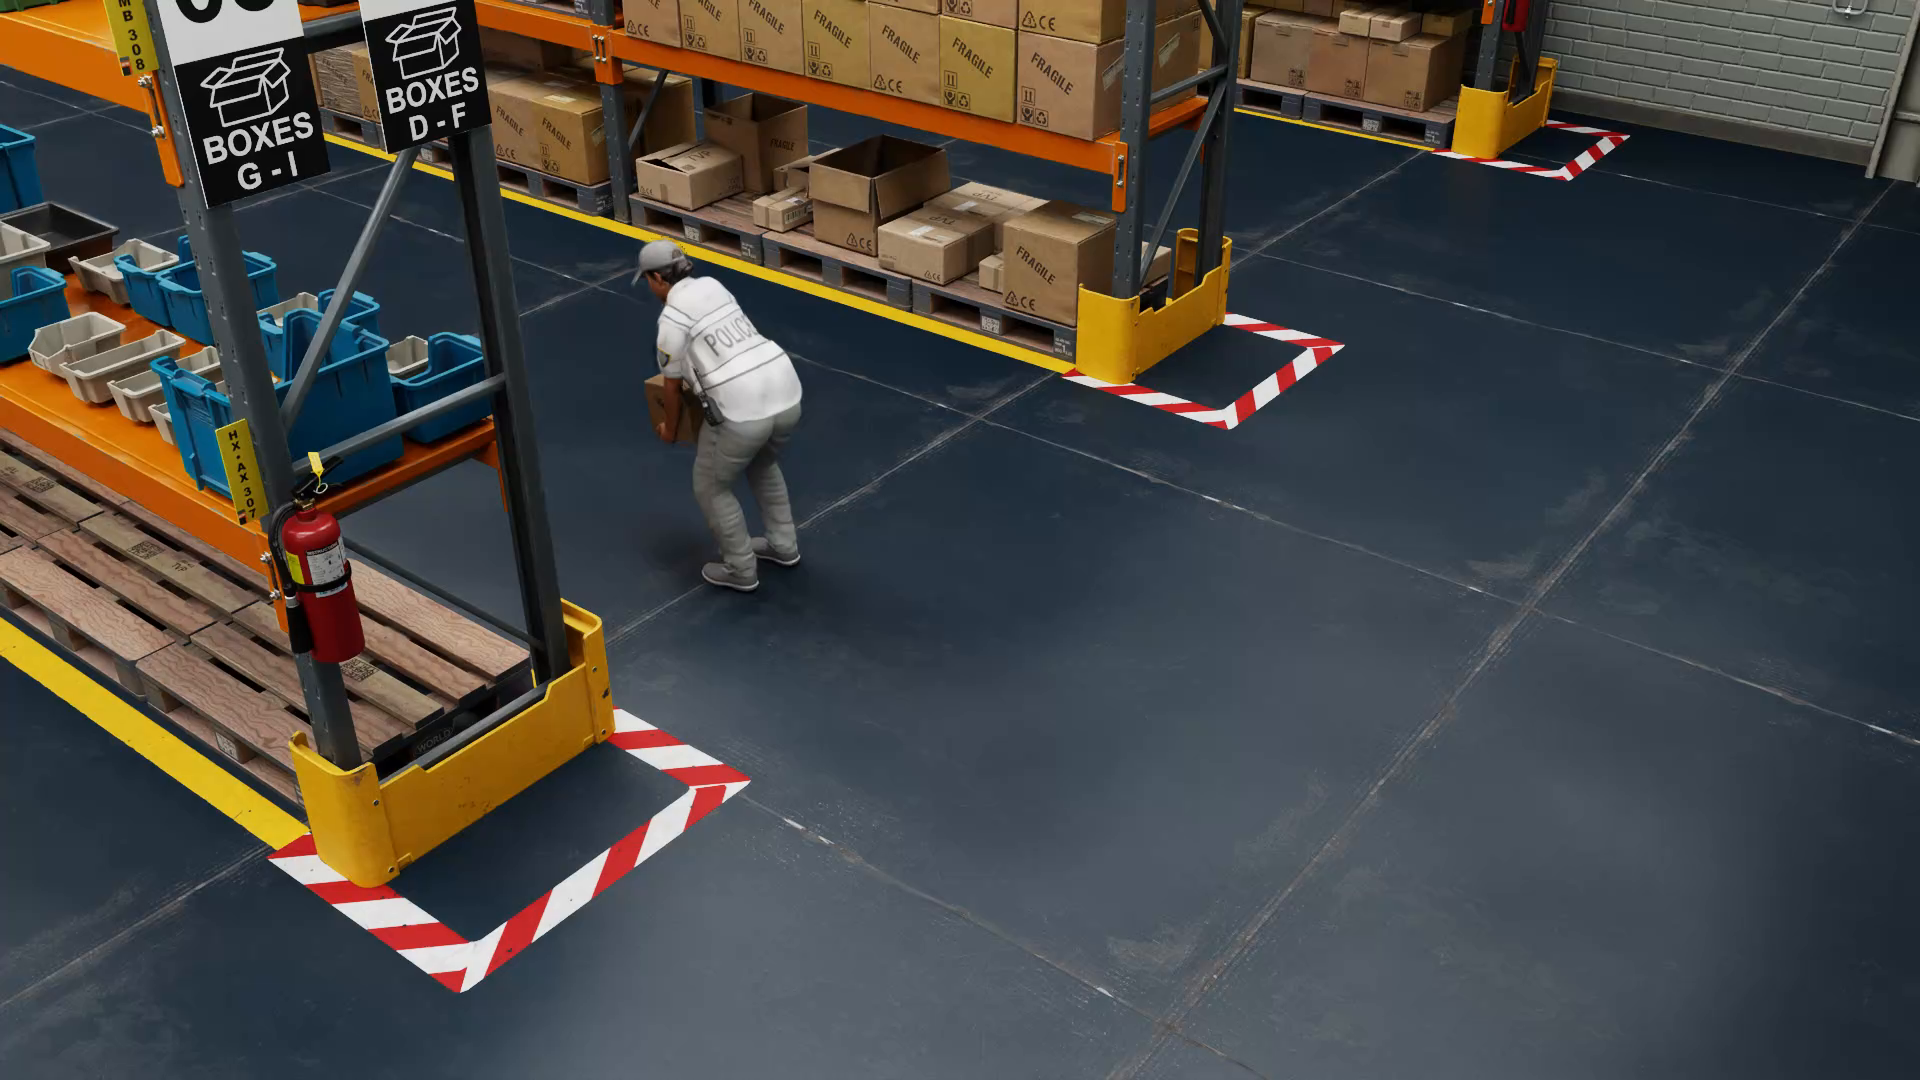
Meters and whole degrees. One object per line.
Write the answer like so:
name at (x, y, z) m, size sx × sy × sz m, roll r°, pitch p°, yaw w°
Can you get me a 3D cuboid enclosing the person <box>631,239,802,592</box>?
person at (-1.049, -0.543, 7.205) m, size 0.770 × 1.495 × 0.459 m, roll 21°, pitch 37°, yaw 30°
